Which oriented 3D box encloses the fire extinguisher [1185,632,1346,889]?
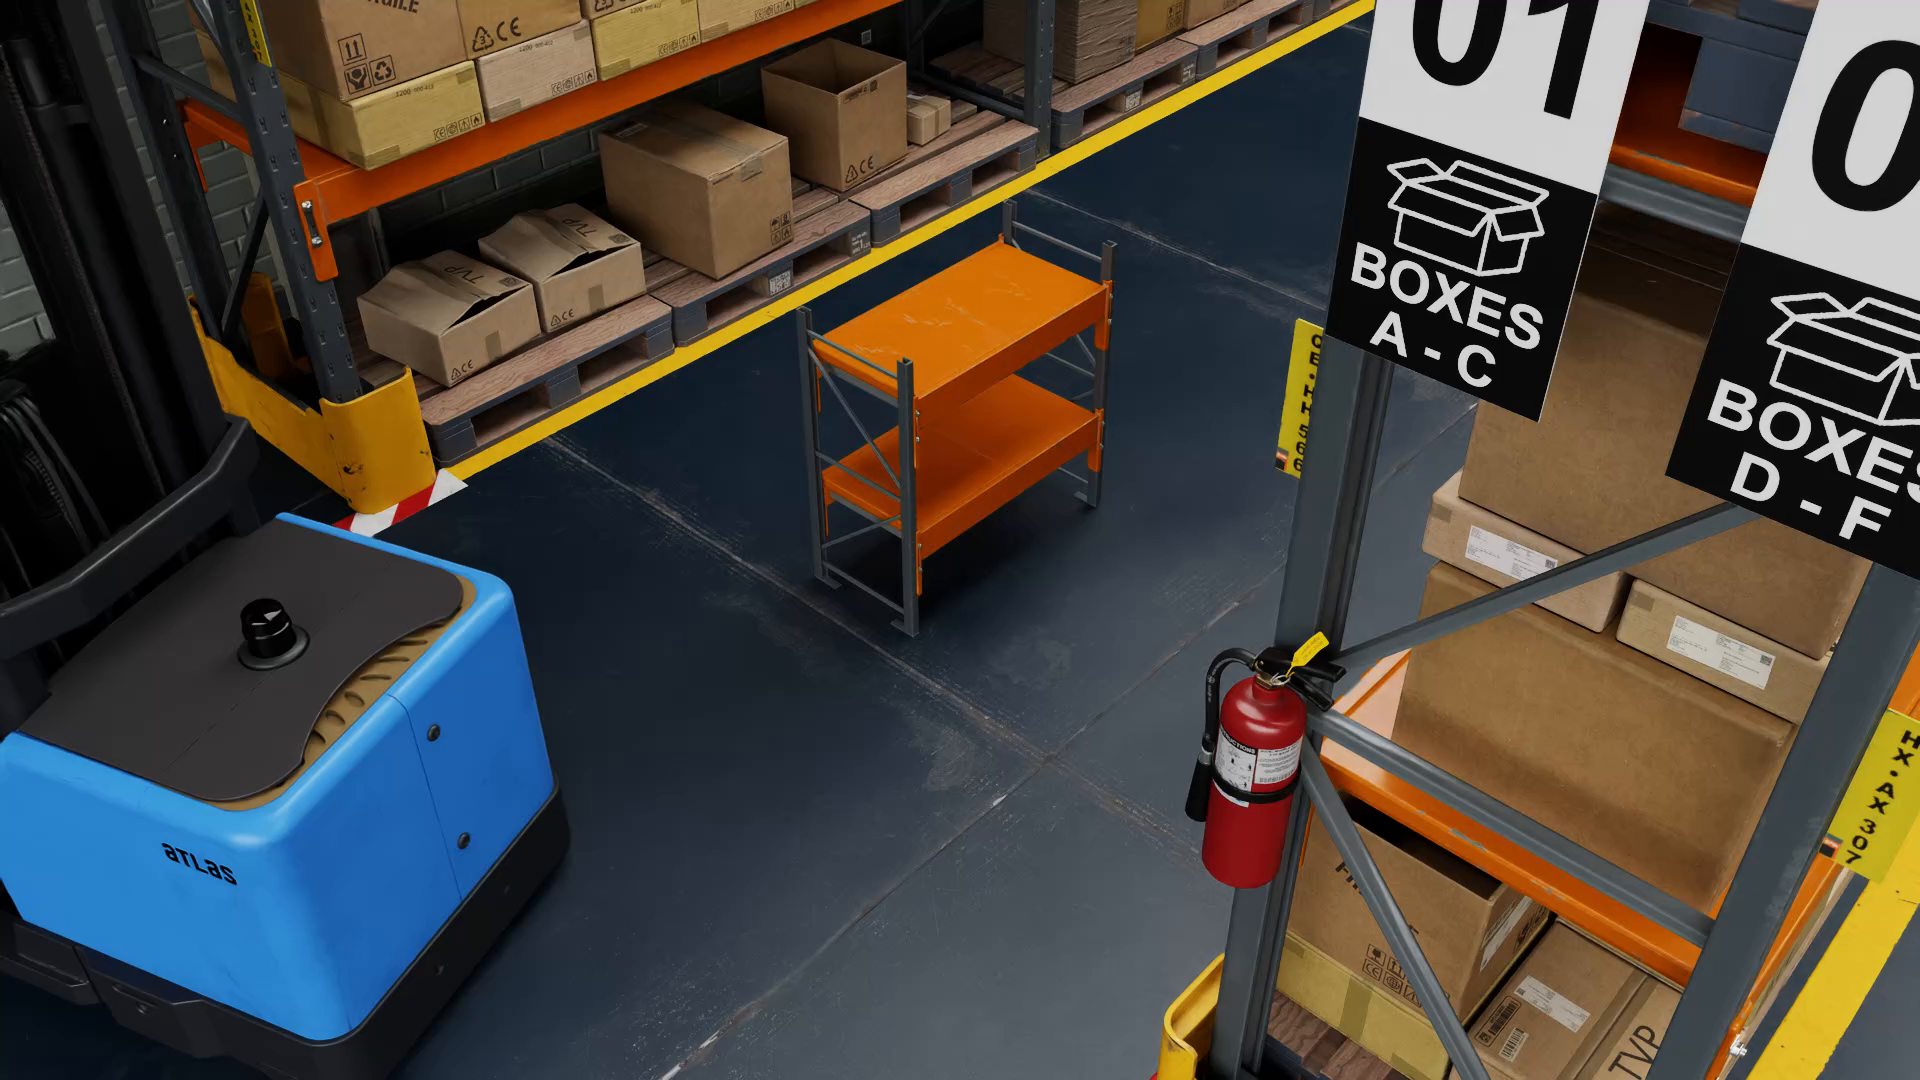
[{"bbox_3d":[0.604,0.424,3.369,0.296,0.674,0.183,30,47,32],"label":"fire extinguisher"}]

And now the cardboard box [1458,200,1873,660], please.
[{"bbox_3d":[1.387,-0.246,3.026,0.700,0.500,0.500,30,47,32],"label":"cardboard box"}]

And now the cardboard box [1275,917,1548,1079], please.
[{"bbox_3d":[1.170,1.076,4.358,0.500,0.250,0.500,30,47,32],"label":"cardboard box"}]

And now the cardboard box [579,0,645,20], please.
[{"bbox_3d":[-1.395,-2.337,6.281,0.500,0.500,0.500,28,46,31],"label":"cardboard box"}]

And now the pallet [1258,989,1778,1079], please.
[{"bbox_3d":[1.511,1.257,4.499,1.003,0.211,1.213,30,47,32],"label":"pallet"}]

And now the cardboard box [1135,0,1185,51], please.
[{"bbox_3d":[0.862,-3.179,9.492,0.700,0.500,0.500,29,47,31],"label":"cardboard box"}]

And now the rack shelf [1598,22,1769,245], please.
[{"bbox_3d":[2.376,-1.277,3.613,1.077,0.370,4.000,30,47,32],"label":"rack shelf"}]

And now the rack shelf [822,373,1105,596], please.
[{"bbox_3d":[0.005,-0.252,6.056,0.538,0.278,1.000,30,47,32],"label":"rack shelf"}]

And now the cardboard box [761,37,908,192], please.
[{"bbox_3d":[-0.605,-2.081,8.112,0.500,0.500,0.500,26,45,29],"label":"cardboard box"}]

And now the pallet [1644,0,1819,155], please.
[{"bbox_3d":[1.523,-0.919,2.656,1.003,0.211,1.213,30,47,32],"label":"pallet"}]

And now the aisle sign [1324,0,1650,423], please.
[{"bbox_3d":[0.765,-0.576,2.476,0.394,0.787,0.004,30,47,32],"label":"aisle sign"}]

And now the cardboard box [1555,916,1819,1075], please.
[{"bbox_3d":[1.887,1.062,4.376,0.500,0.250,0.500,30,47,32],"label":"cardboard box"}]

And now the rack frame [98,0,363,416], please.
[{"bbox_3d":[-2.633,-1.544,5.781,1.000,3.000,0.127,30,47,32],"label":"rack frame"}]

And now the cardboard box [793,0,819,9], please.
[{"bbox_3d":[-0.700,-2.523,7.117,0.500,0.250,0.500,29,47,32],"label":"cardboard box"}]

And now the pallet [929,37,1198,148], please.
[{"bbox_3d":[0.590,-2.648,9.411,1.003,0.211,1.213,30,47,32],"label":"pallet"}]

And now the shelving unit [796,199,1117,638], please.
[{"bbox_3d":[0.005,-0.443,5.904,0.538,1.125,1.048,30,47,32],"label":"shelving unit"}]

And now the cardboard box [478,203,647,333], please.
[{"bbox_3d":[-1.715,-1.205,7.163,0.500,0.311,0.500,-30,47,-32],"label":"cardboard box"}]

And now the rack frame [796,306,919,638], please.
[{"bbox_3d":[-0.338,-0.210,5.610,0.500,1.125,0.032,30,47,32],"label":"rack frame"}]

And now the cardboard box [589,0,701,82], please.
[{"bbox_3d":[-1.381,-2.060,6.535,0.500,0.250,0.500,29,47,31],"label":"cardboard box"}]

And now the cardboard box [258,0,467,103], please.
[{"bbox_3d":[-2.089,-1.879,5.705,0.500,0.500,0.500,30,47,32],"label":"cardboard box"}]

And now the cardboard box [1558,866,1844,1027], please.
[{"bbox_3d":[1.888,0.770,4.141,0.500,0.500,0.500,30,47,32],"label":"cardboard box"}]

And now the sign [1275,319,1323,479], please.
[{"bbox_3d":[0.635,-0.245,3.028,0.100,0.325,0.005,30,47,32],"label":"sign"}]

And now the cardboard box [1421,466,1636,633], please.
[{"bbox_3d":[1.144,-0.014,3.256,0.380,0.149,0.250,29,47,31],"label":"cardboard box"}]

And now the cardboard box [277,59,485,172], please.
[{"bbox_3d":[-2.069,-1.584,5.936,0.500,0.250,0.500,28,46,31],"label":"cardboard box"}]

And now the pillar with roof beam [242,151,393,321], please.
[{"bbox_3d":[0.379,-2.769,2.502,9.100,9.000,0.400,30,47,32],"label":"pillar with roof beam"}]

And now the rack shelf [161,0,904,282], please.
[{"bbox_3d":[-1.283,-2.181,7.161,1.077,0.370,4.000,30,47,32],"label":"rack shelf"}]

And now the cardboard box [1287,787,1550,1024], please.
[{"bbox_3d":[1.169,0.782,4.126,0.500,0.500,0.500,30,47,32],"label":"cardboard box"}]

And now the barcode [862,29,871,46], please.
[{"bbox_3d":[-0.476,-2.553,8.448,0.001,0.075,0.075,30,47,32],"label":"barcode"}]

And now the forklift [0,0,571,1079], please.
[{"bbox_3d":[-2.734,-0.287,4.256,3.031,2.935,1.130,15,41,18],"label":"forklift"}]

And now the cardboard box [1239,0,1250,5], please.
[{"bbox_3d":[1.570,-3.632,10.063,0.700,0.500,0.500,29,47,32],"label":"cardboard box"}]

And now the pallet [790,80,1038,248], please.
[{"bbox_3d":[-0.361,-1.966,8.553,1.003,0.211,1.213,30,47,32],"label":"pallet"}]

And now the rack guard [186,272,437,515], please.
[{"bbox_3d":[-2.581,-0.600,6.603,1.175,0.500,0.348,30,47,32],"label":"rack guard"}]
